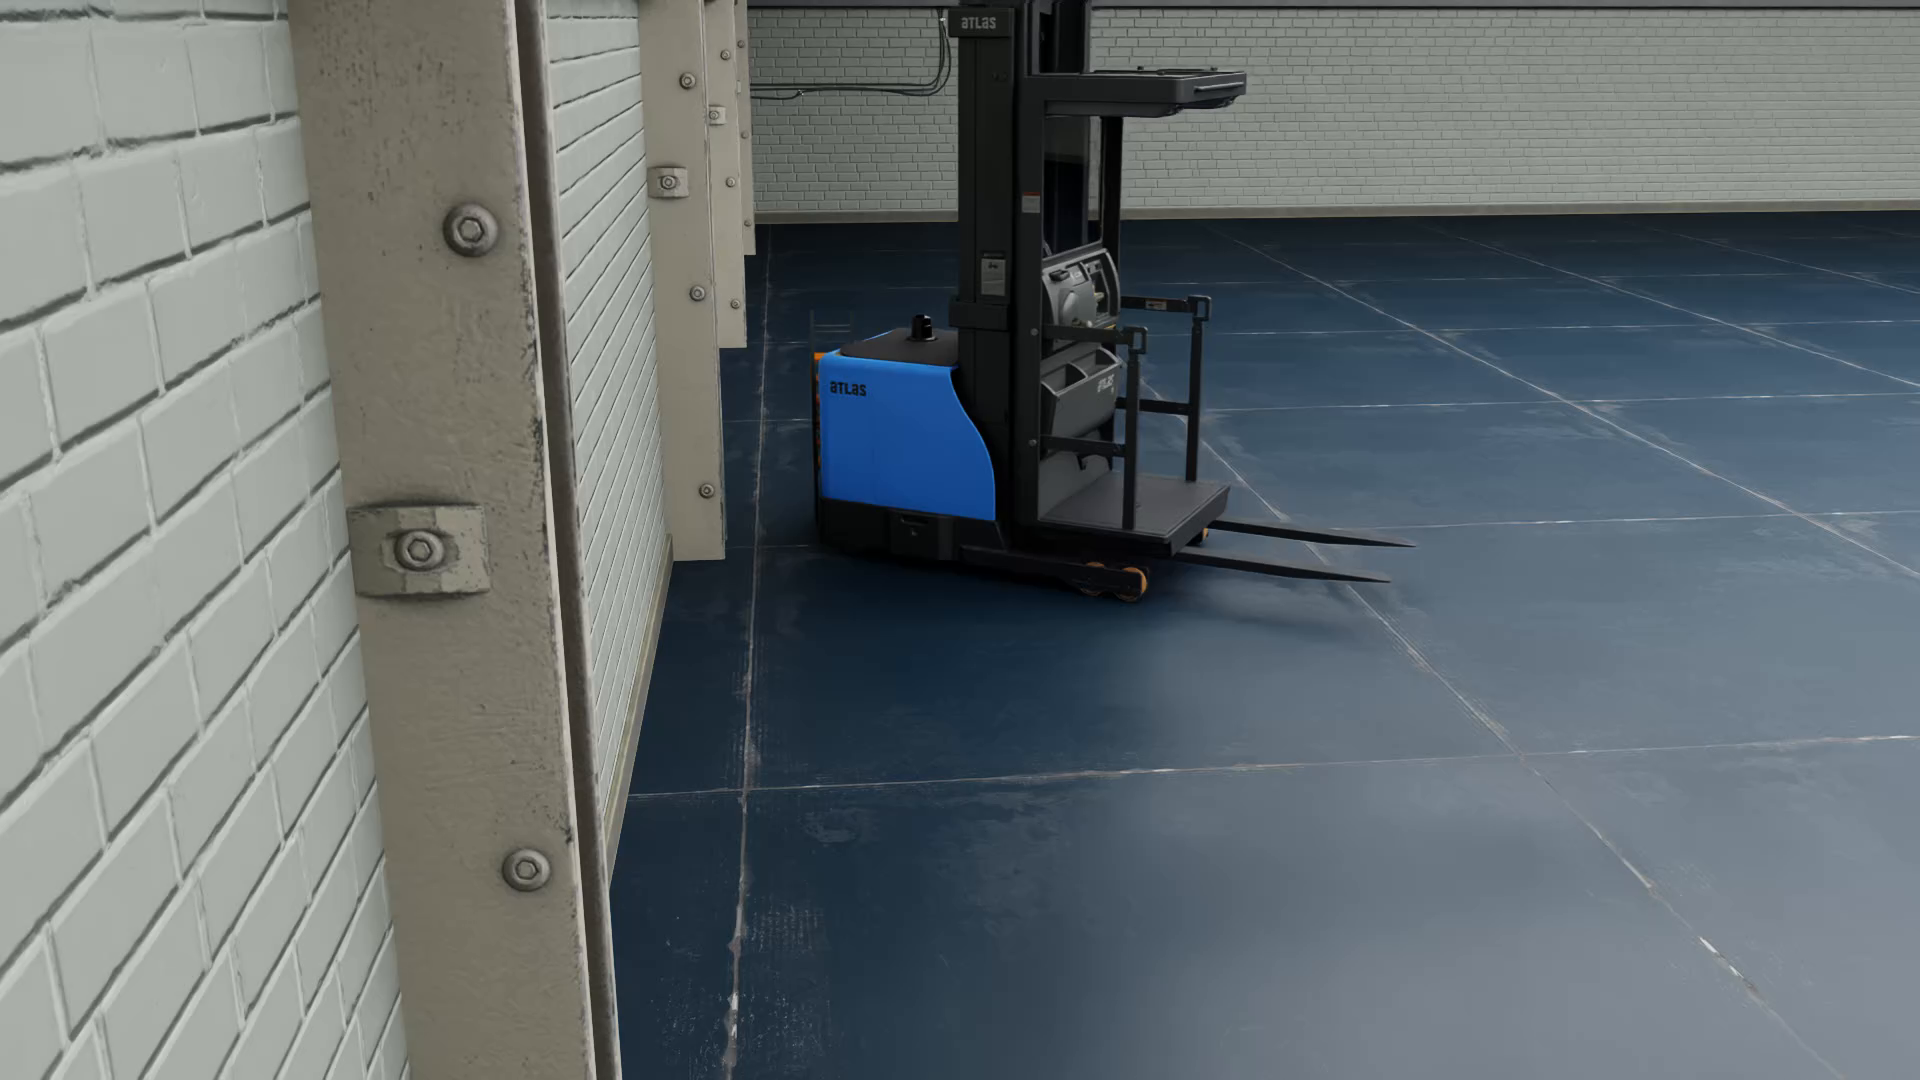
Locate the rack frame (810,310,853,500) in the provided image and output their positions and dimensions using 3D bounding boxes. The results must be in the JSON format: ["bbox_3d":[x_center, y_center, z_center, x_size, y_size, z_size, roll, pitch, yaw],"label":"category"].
[{"bbox_3d":[-0.714,-0.706,9.421,0.240,1.200,0.006,-1,17,-5],"label":"rack frame"}]

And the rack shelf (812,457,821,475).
[{"bbox_3d":[-0.706,-0.407,9.420,0.258,0.103,0.180,-1,17,-5],"label":"rack shelf"}]

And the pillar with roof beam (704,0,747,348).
[{"bbox_3d":[2.238,-6.166,13.793,9.100,9.000,0.400,-2,18,-6],"label":"pillar with roof beam"}]

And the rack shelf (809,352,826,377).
[{"bbox_3d":[-0.706,-0.979,9.240,0.258,0.103,0.180,-1,17,-5],"label":"rack shelf"}]

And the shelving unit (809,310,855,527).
[{"bbox_3d":[-0.706,-0.678,9.334,0.258,1.200,0.189,-1,17,-5],"label":"shelving unit"}]

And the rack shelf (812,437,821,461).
[{"bbox_3d":[-0.706,-0.521,9.384,0.258,0.103,0.180,-1,17,-5],"label":"rack shelf"}]

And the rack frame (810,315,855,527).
[{"bbox_3d":[-0.698,-0.651,9.247,0.240,1.200,0.006,-1,17,-5],"label":"rack frame"}]

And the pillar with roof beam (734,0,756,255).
[{"bbox_3d":[1.619,-7.953,19.487,9.100,9.000,0.400,-2,18,-6],"label":"pillar with roof beam"}]

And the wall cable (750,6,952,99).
[{"bbox_3d":[-1.651,-7.258,22.455,3.097,2.526,0.112,-2,18,-6],"label":"wall cable"}]

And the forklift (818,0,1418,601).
[{"bbox_3d":[0.801,-1.277,8.352,3.031,2.935,1.130,8,19,24],"label":"forklift"}]

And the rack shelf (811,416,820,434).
[{"bbox_3d":[-0.706,-0.636,9.348,0.258,0.103,0.180,-1,17,-5],"label":"rack shelf"}]

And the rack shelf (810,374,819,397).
[{"bbox_3d":[-0.706,-0.865,9.276,0.258,0.103,0.180,-1,17,-5],"label":"rack shelf"}]

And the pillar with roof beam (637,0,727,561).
[{"bbox_3d":[2.857,-4.378,8.099,9.100,9.000,0.400,-2,18,-6],"label":"pillar with roof beam"}]

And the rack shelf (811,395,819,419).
[{"bbox_3d":[-0.706,-0.750,9.312,0.258,0.103,0.180,-1,17,-5],"label":"rack shelf"}]
